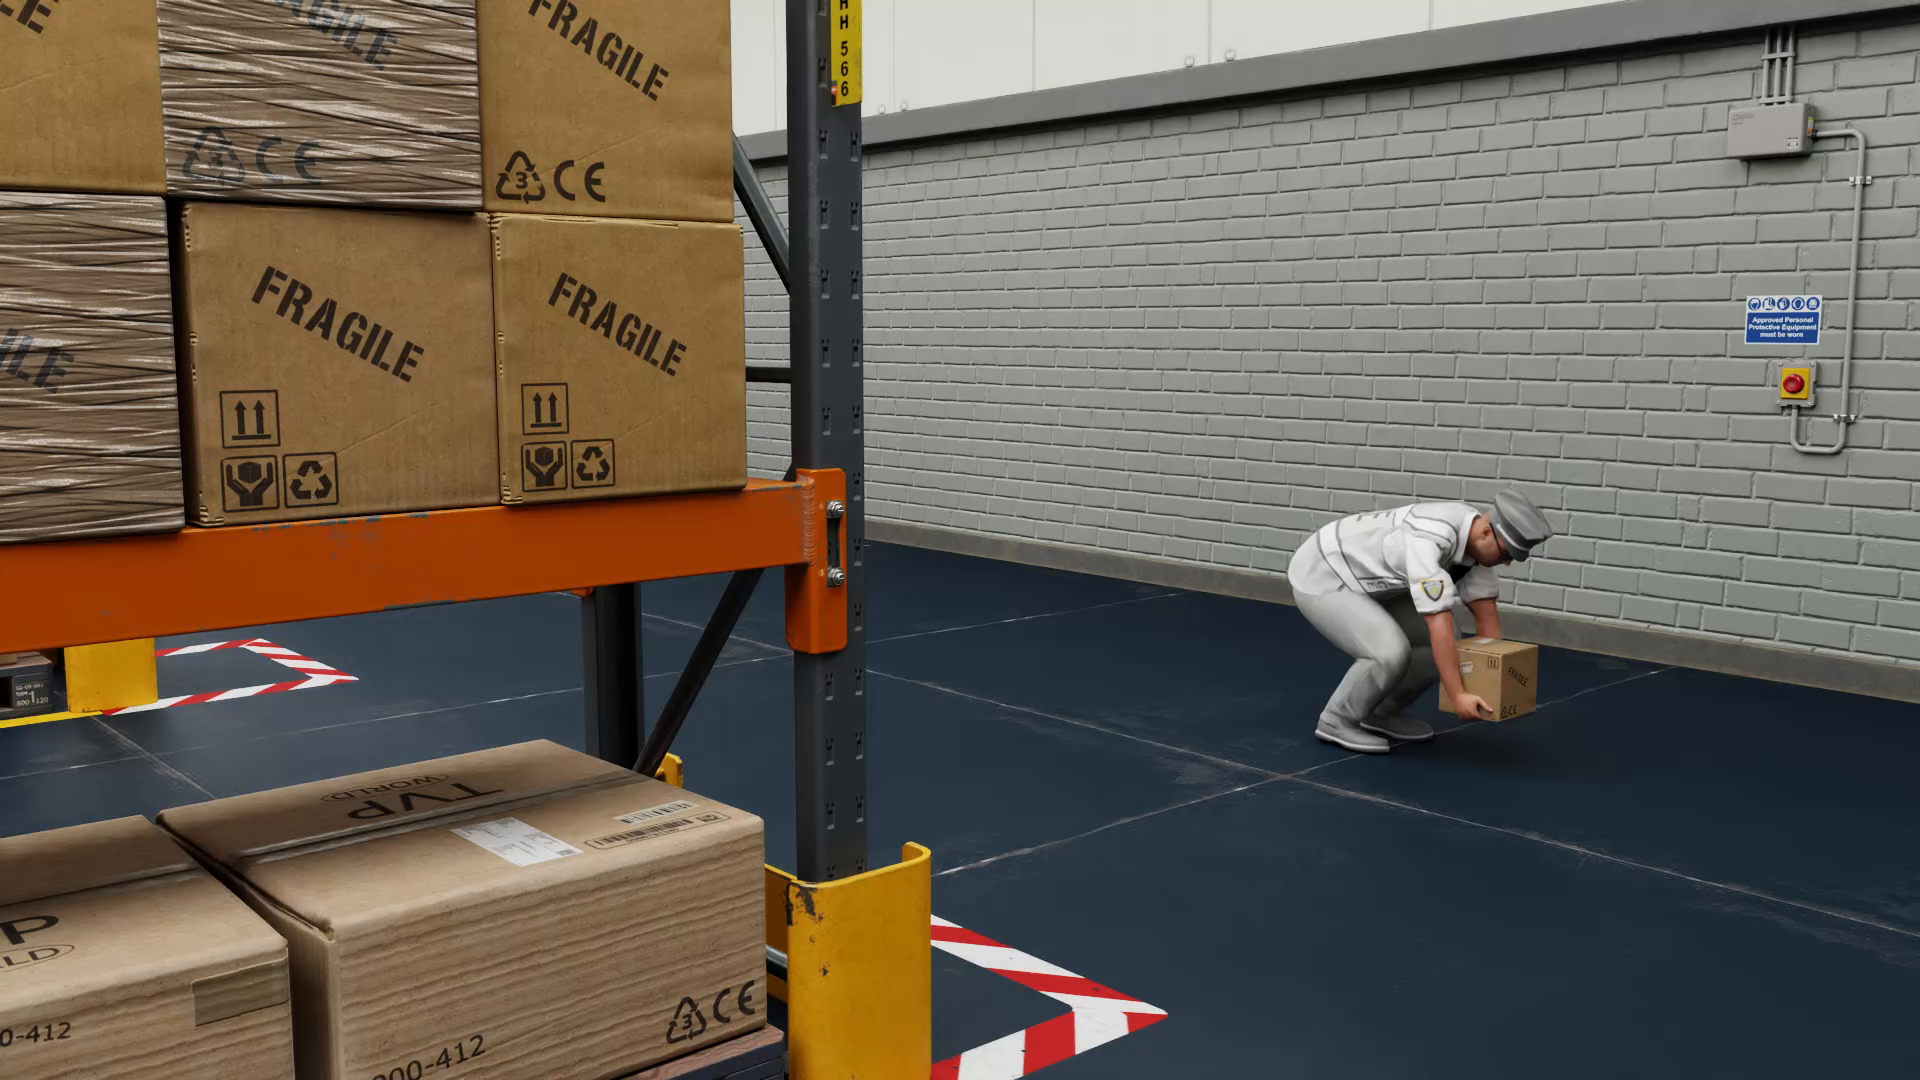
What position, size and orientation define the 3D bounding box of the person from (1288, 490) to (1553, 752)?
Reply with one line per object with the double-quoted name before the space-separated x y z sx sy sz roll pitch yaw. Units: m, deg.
"person" 1.742 0.298 6.316 0.539 1.023 0.975 -7 10 -43
